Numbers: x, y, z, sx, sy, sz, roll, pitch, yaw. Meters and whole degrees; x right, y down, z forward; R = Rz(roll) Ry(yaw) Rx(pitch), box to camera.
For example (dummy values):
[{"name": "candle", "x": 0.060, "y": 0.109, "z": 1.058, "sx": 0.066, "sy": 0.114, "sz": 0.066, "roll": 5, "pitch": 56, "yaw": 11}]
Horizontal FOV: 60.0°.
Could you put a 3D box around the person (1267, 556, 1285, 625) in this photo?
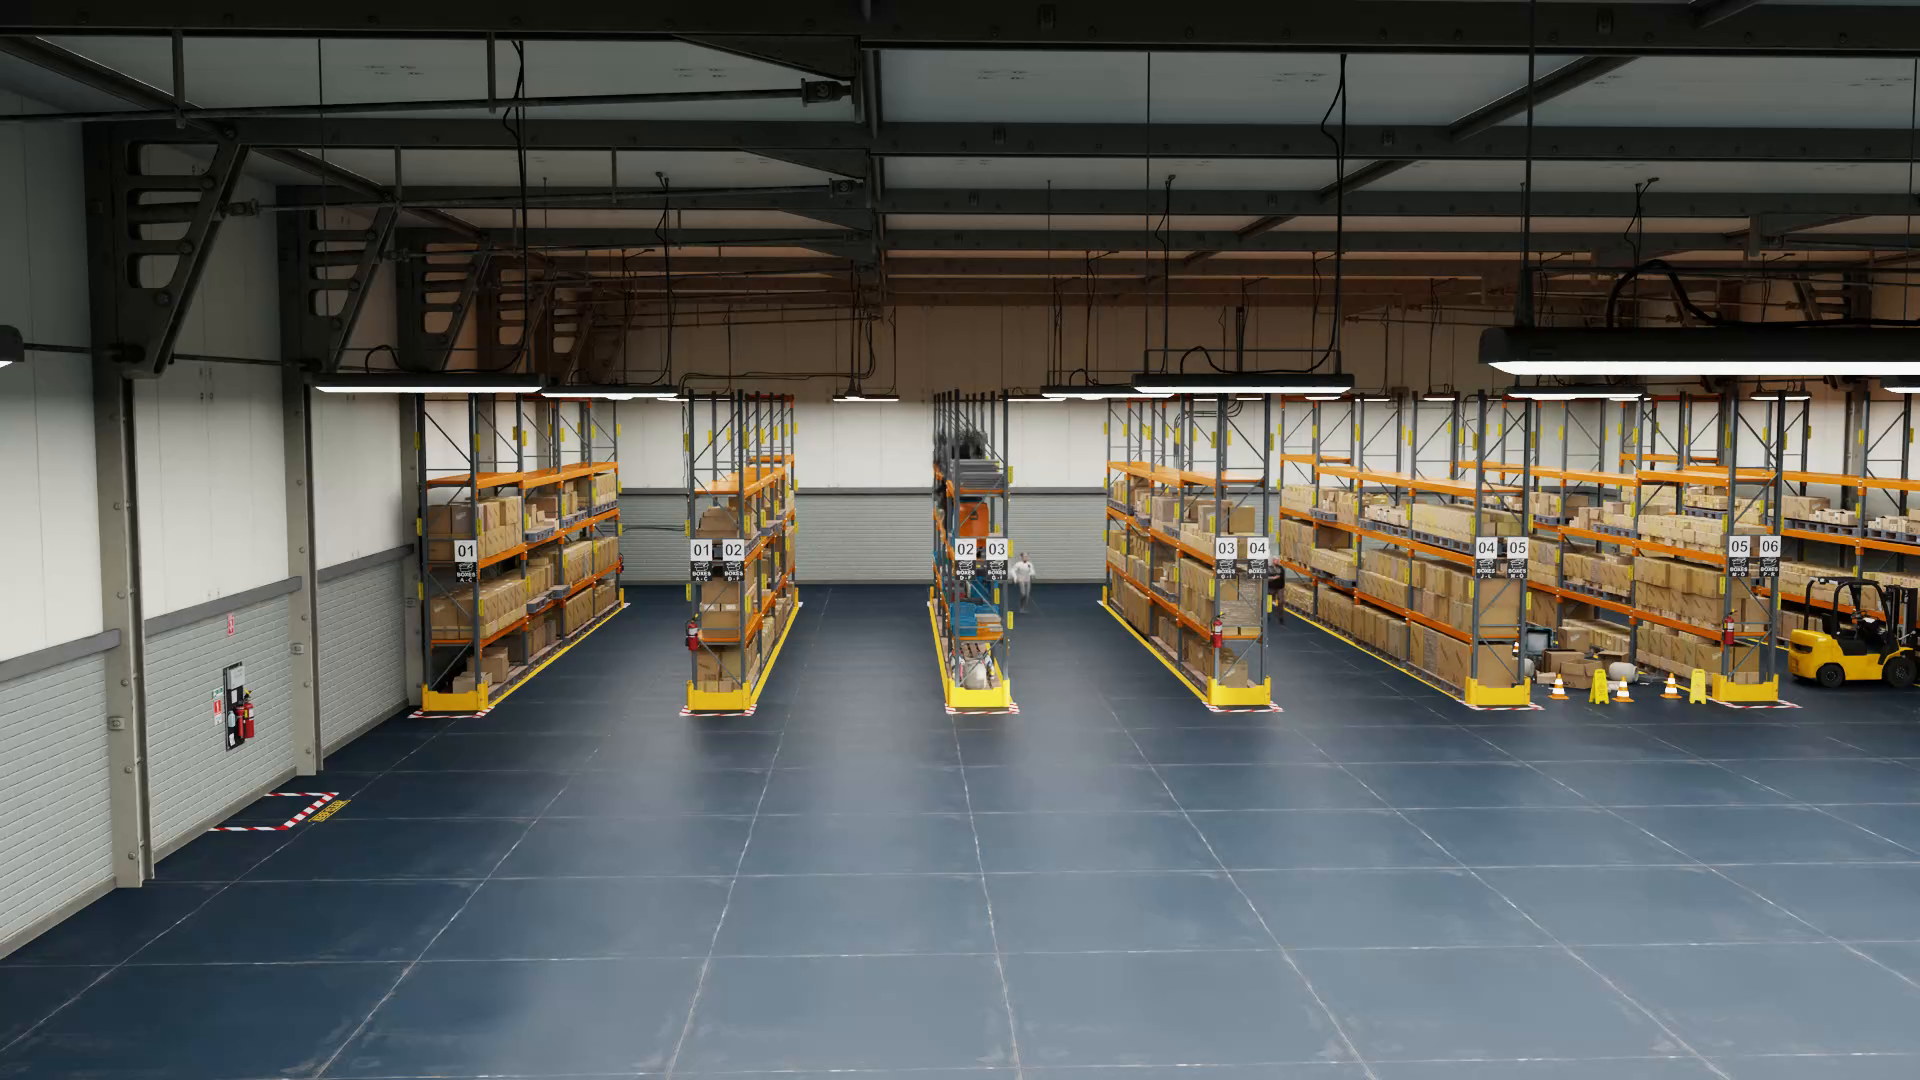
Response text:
[{"name": "person", "x": 8.236, "y": 1.298, "z": 43.466, "sx": 0.674, "sy": 1.750, "sz": 0.893, "roll": -1, "pitch": 5, "yaw": -11}]

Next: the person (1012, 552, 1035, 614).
[{"name": "person", "x": 1.762, "y": 1.175, "z": 45.495, "sx": 0.584, "sy": 1.715, "sz": 0.696, "roll": -1, "pitch": 5, "yaw": -15}]
